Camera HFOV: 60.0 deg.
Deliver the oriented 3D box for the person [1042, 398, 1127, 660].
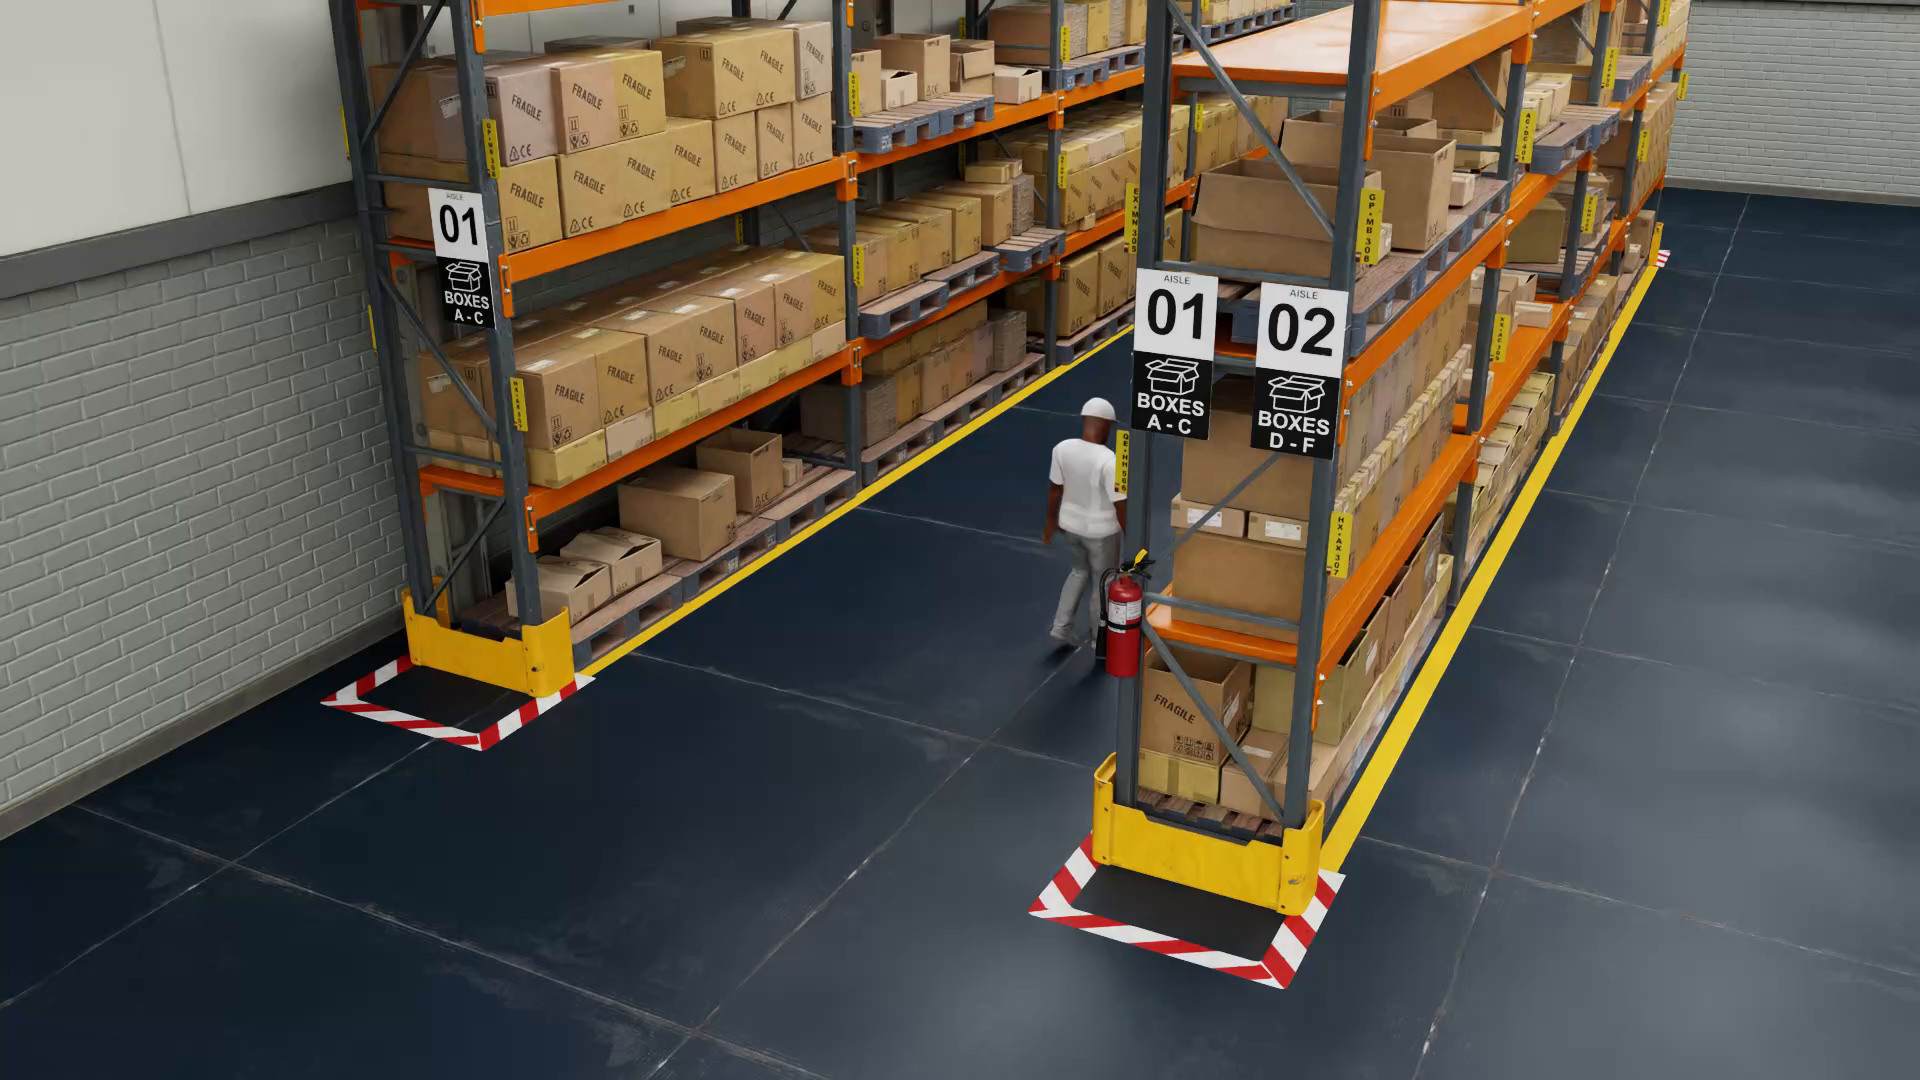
[{"bbox_3d":[0.890,-0.063,10.842,0.446,1.779,0.695,-21,30,-41],"label":"person"}]
